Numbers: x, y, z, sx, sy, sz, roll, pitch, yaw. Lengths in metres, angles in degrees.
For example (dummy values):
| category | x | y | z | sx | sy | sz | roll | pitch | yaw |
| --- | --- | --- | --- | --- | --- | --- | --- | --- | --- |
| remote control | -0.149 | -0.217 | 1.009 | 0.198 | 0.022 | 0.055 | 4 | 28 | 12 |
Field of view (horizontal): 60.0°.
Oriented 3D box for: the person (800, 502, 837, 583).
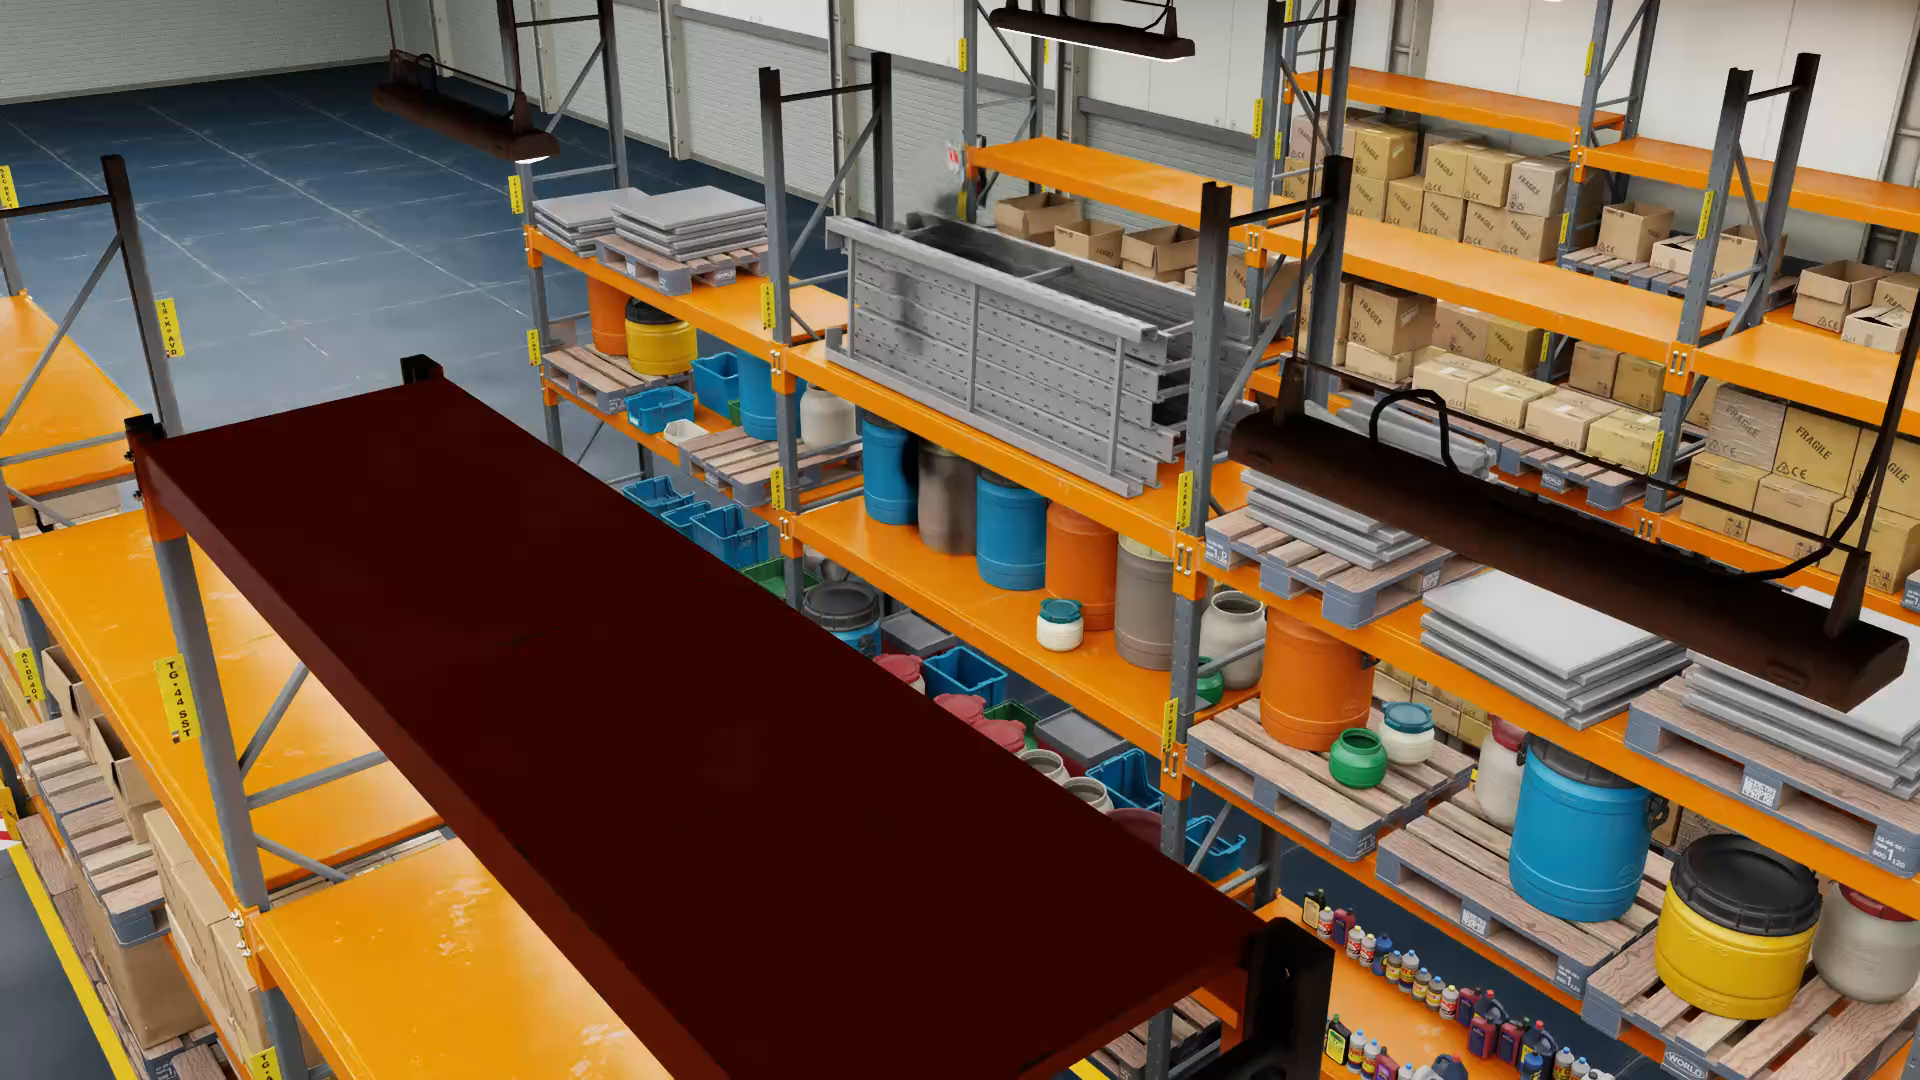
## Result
| category | x | y | z | sx | sy | sz | roll | pitch | yaw |
| --- | --- | --- | --- | --- | --- | --- | --- | --- | --- |
| person | -1.366 | 0.131 | 16.008 | 0.611 | 1.679 | 0.939 | -20 | 32 | -35 |
